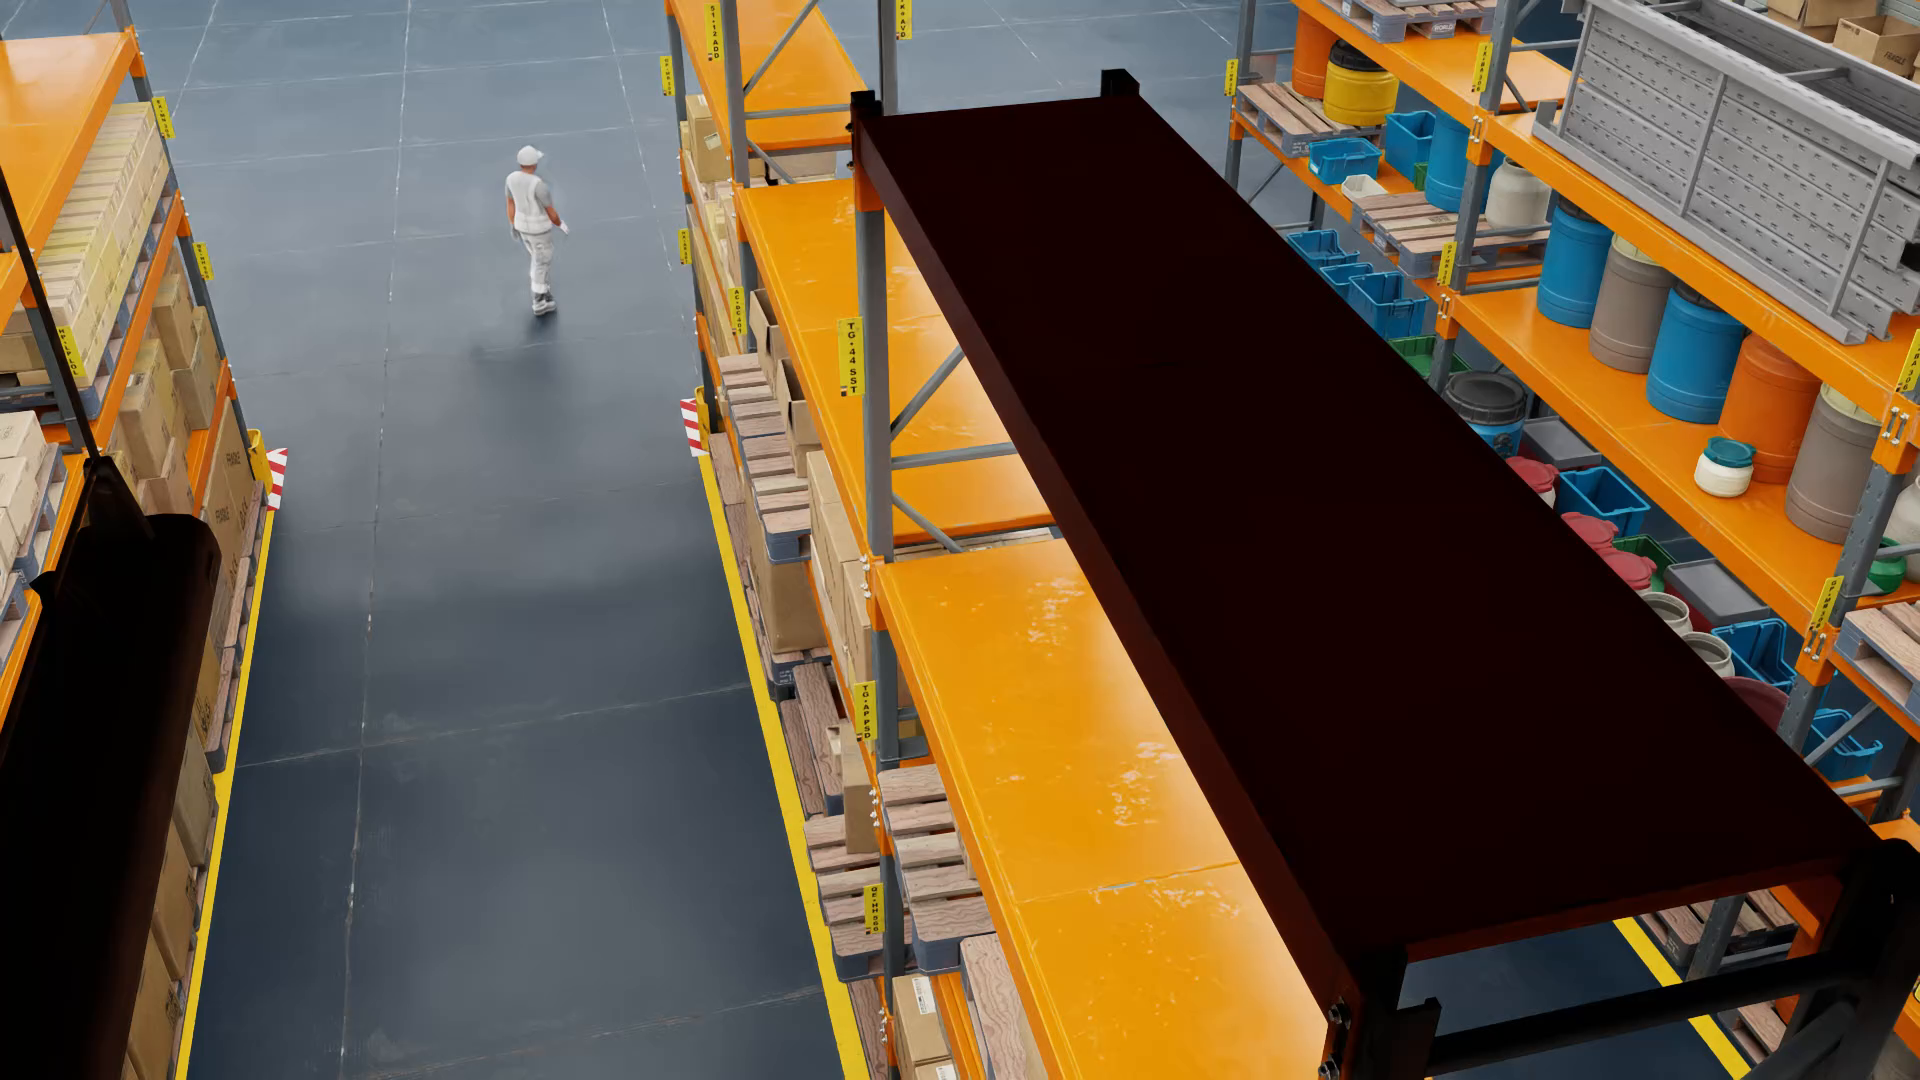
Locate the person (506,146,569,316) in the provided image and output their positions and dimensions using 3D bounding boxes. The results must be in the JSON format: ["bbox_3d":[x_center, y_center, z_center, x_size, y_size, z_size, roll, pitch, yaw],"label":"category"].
[{"bbox_3d":[-4.360,-3.191,17.210,0.552,1.859,0.532,23,41,30],"label":"person"}]
